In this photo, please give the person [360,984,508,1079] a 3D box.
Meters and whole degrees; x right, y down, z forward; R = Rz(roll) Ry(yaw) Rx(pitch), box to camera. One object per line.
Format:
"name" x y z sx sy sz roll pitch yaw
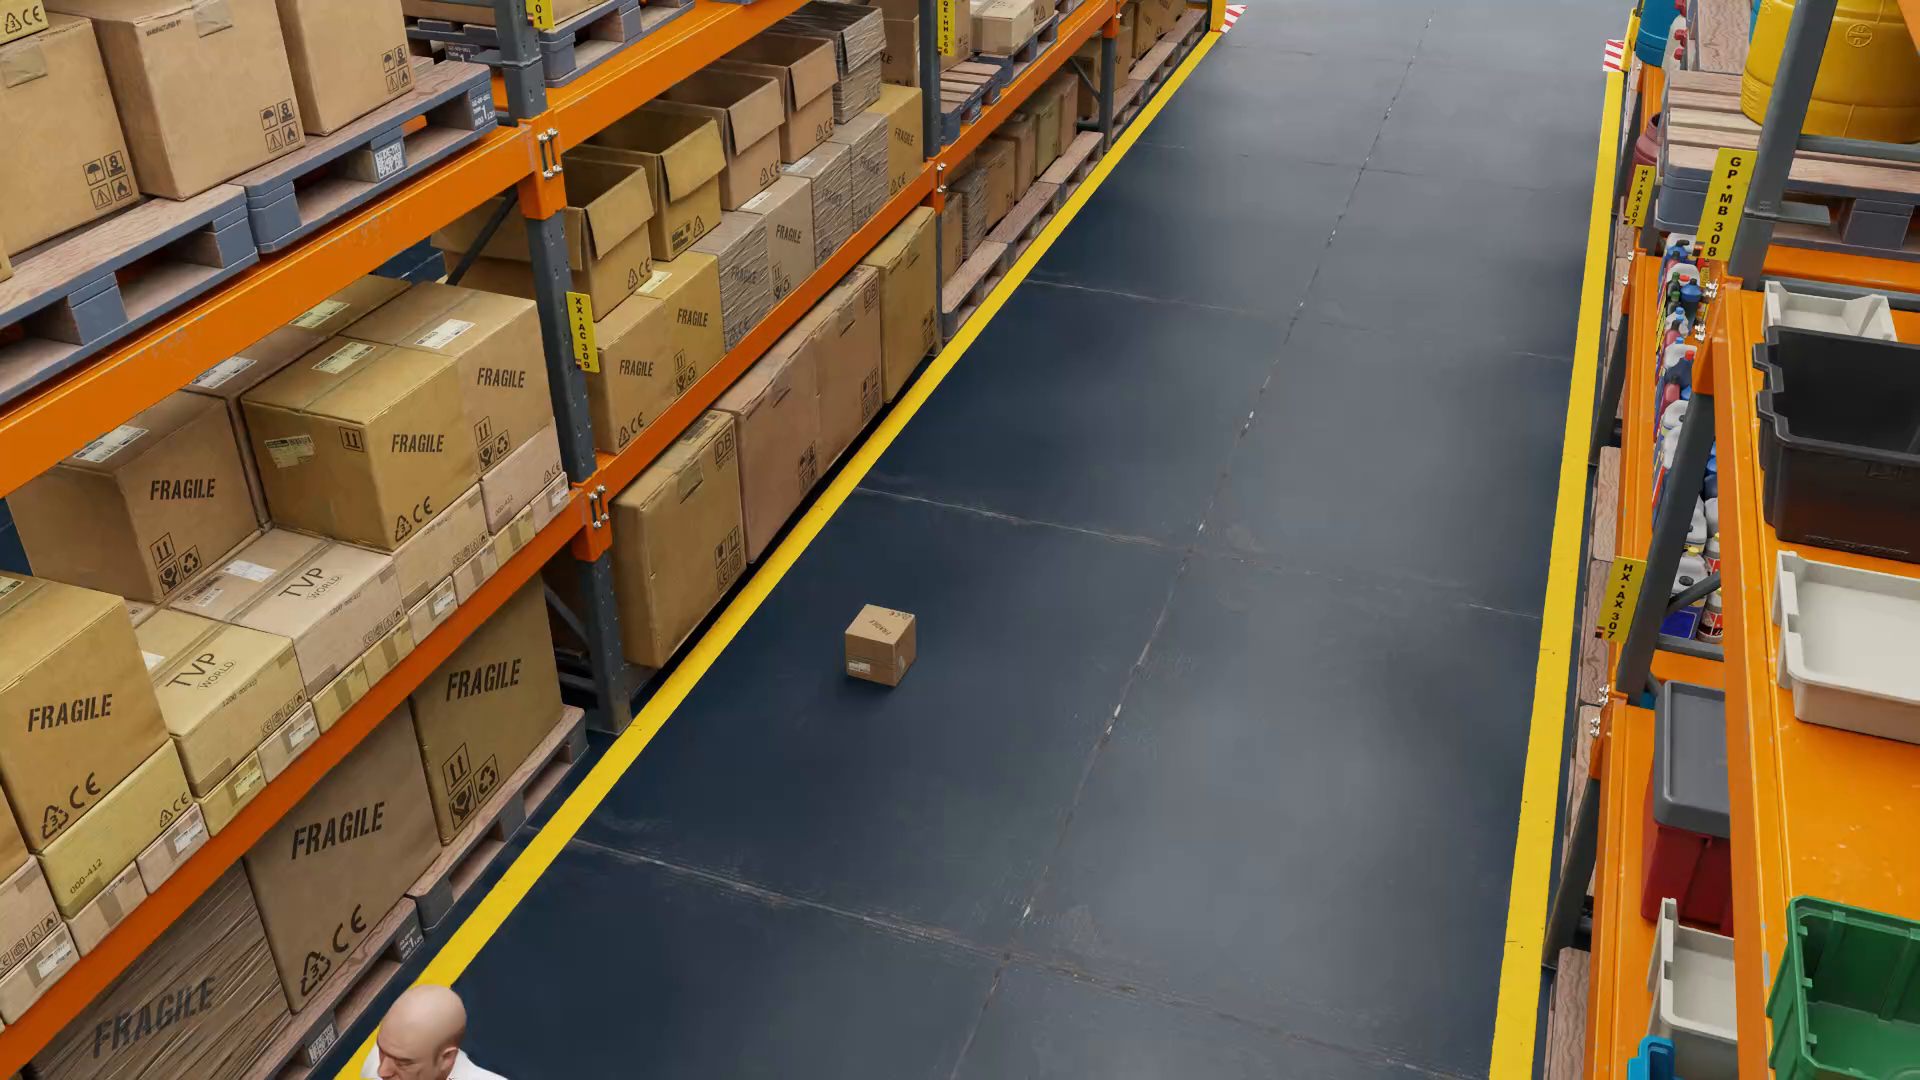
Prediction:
"person" -1.295 1.880 4.281 0.565 1.849 0.723 14 35 20
